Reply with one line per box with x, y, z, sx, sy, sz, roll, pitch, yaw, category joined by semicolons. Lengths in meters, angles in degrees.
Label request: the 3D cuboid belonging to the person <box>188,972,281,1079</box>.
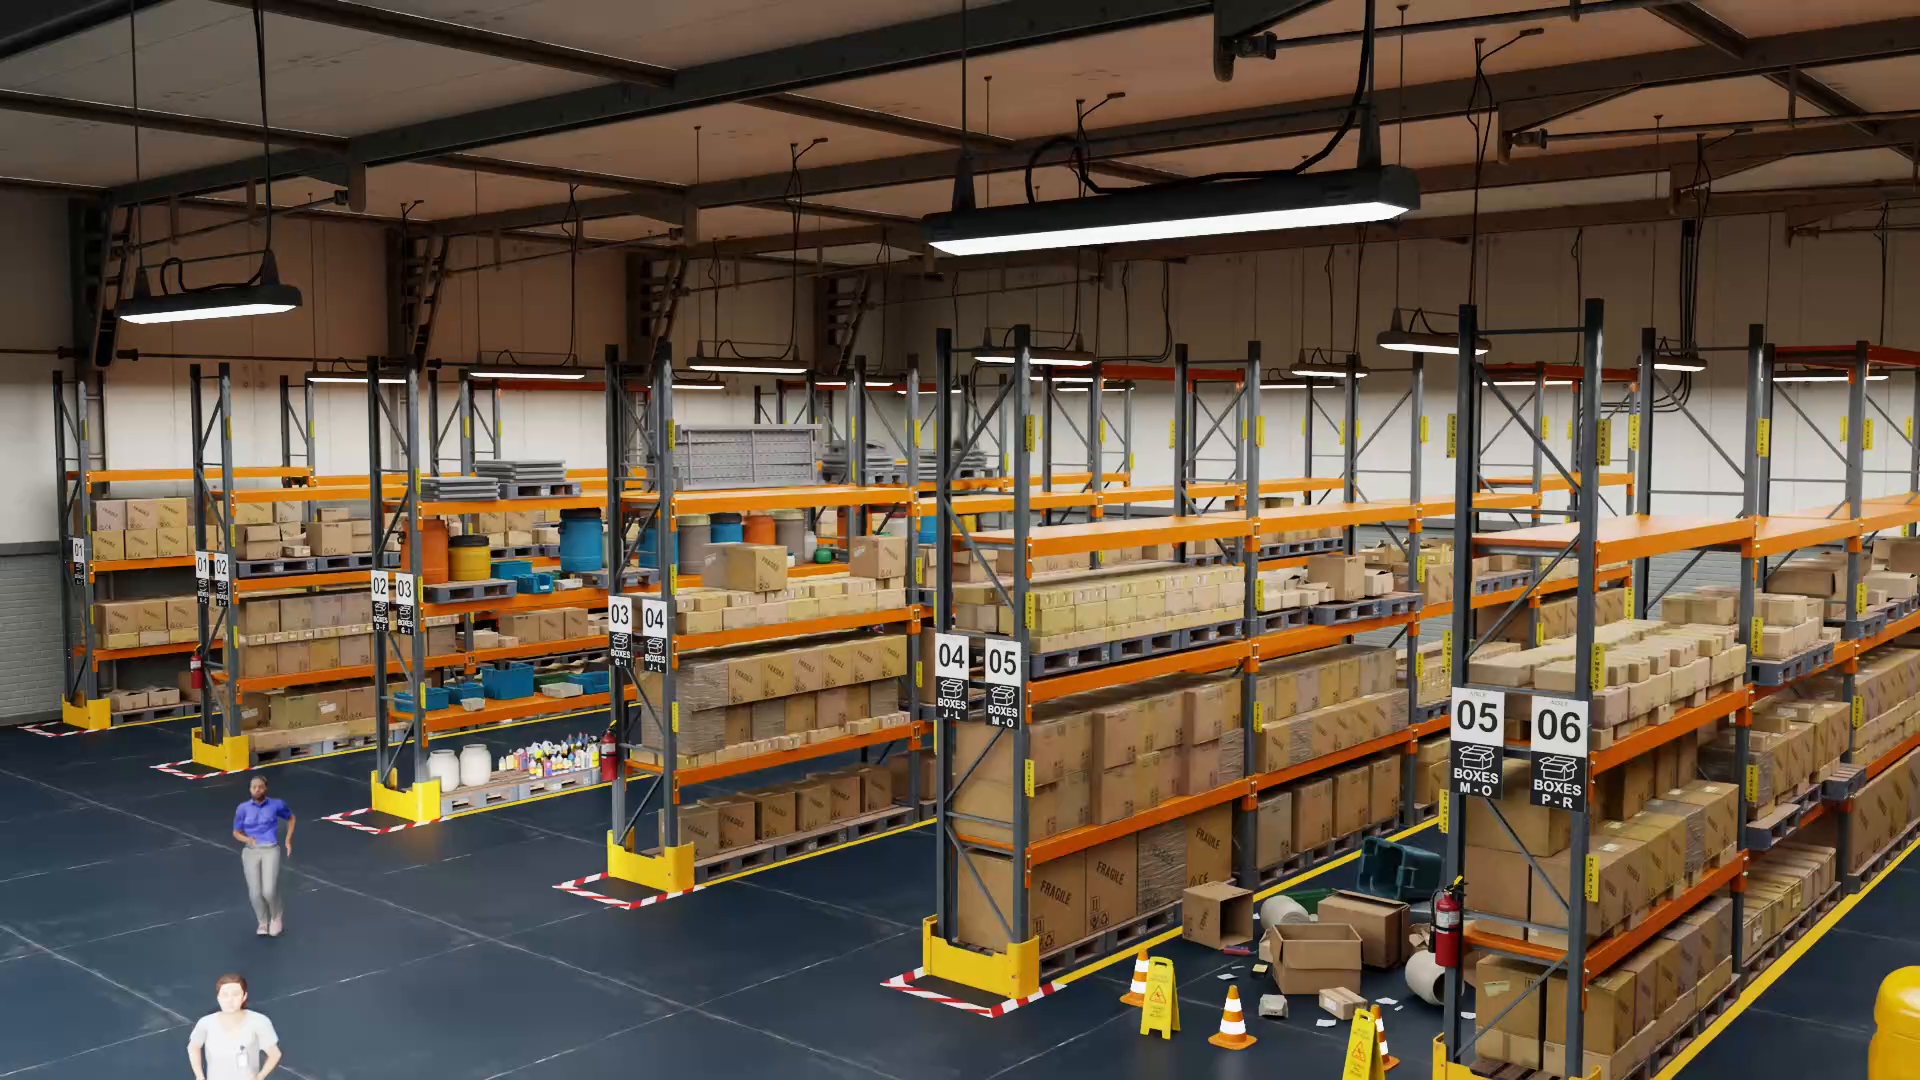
-4.631;3.583;10.621;0.567;1.661;0.879;-1;4;-16;person

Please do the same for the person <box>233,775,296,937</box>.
-6.920;3.148;16.511;0.549;1.628;0.649;-1;4;-13;person
